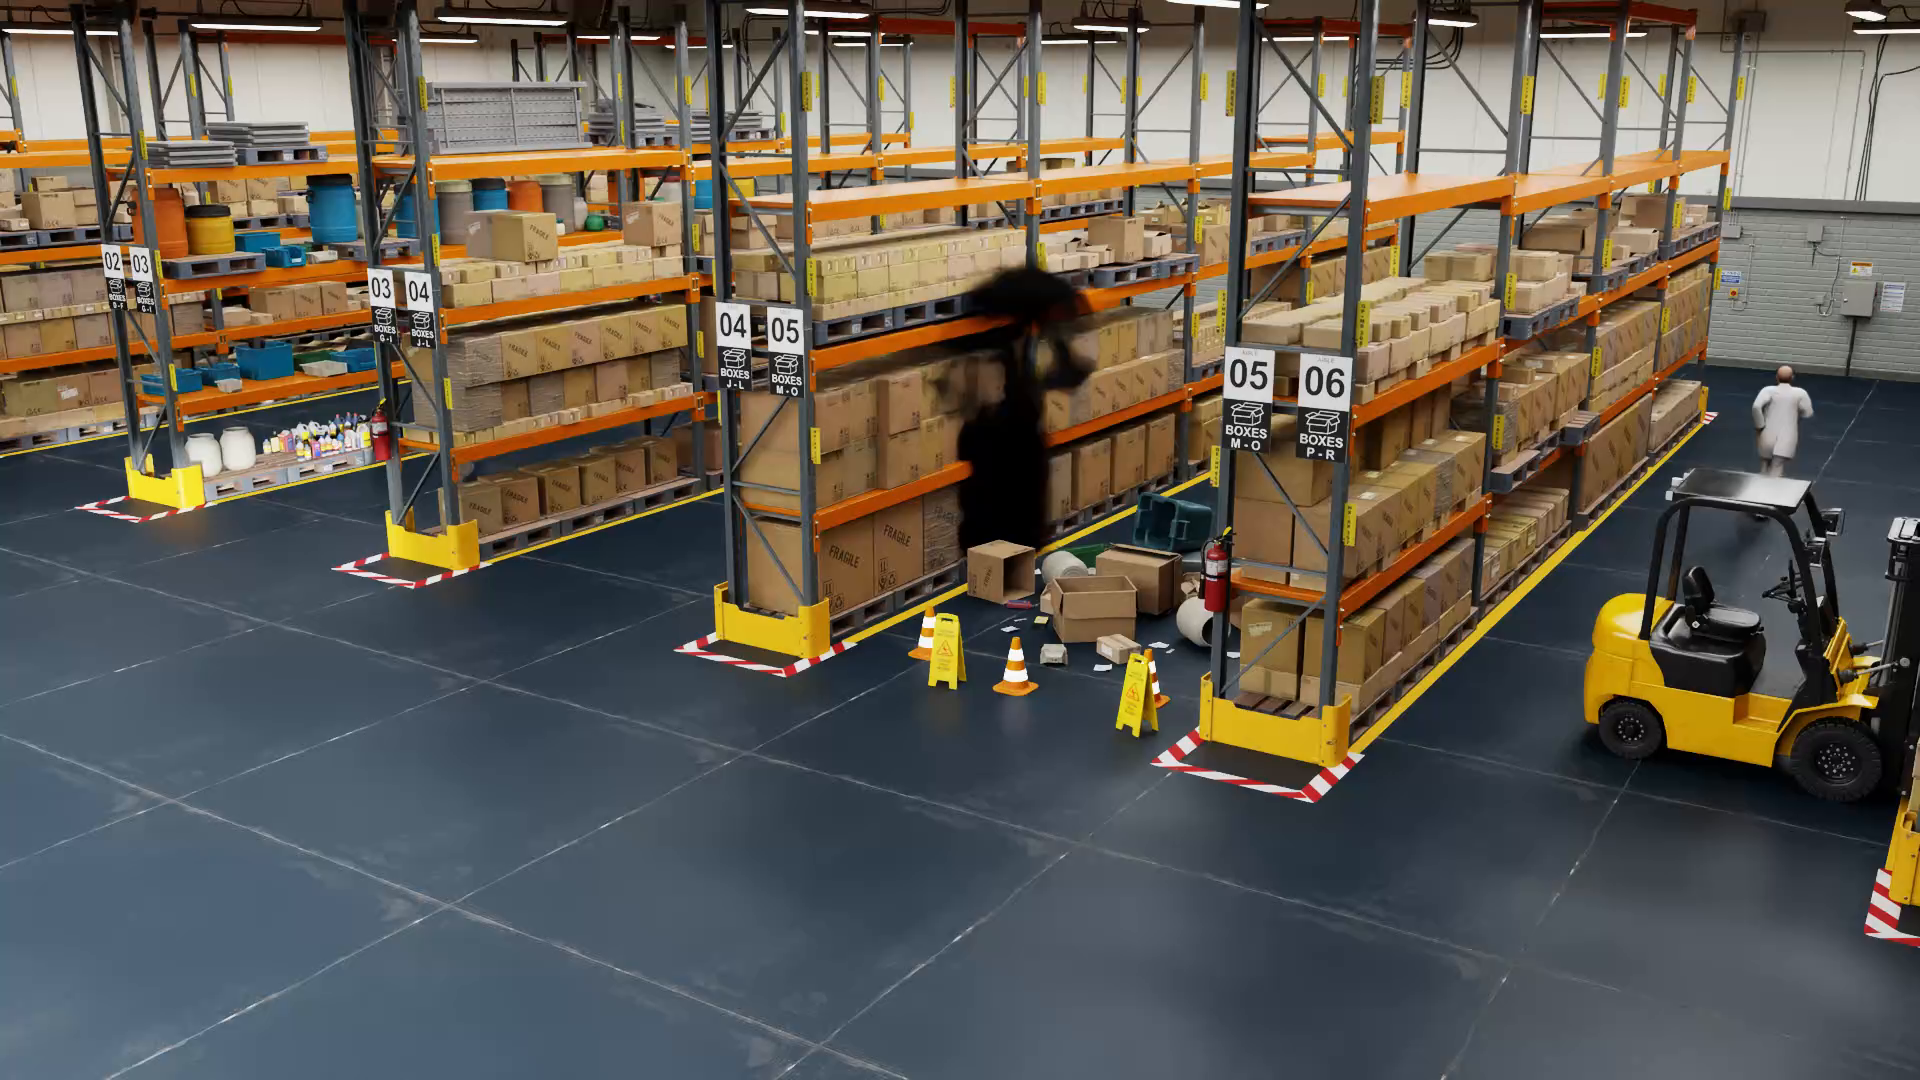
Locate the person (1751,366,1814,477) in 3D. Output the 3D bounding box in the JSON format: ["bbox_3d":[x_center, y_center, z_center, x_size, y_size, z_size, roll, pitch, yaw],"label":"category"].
[{"bbox_3d":[9.953,-1.183,20.211,0.669,1.855,0.862,9,18,29],"label":"person"}]

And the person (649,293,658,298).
[{"bbox_3d":[-5.652,-4.106,30.991,0.508,1.604,0.667,11,19,35],"label":"person"}]

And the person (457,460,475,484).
[{"bbox_3d":[-6.501,-1.560,21.559,0.679,1.714,0.926,3,16,11],"label":"person"}]
